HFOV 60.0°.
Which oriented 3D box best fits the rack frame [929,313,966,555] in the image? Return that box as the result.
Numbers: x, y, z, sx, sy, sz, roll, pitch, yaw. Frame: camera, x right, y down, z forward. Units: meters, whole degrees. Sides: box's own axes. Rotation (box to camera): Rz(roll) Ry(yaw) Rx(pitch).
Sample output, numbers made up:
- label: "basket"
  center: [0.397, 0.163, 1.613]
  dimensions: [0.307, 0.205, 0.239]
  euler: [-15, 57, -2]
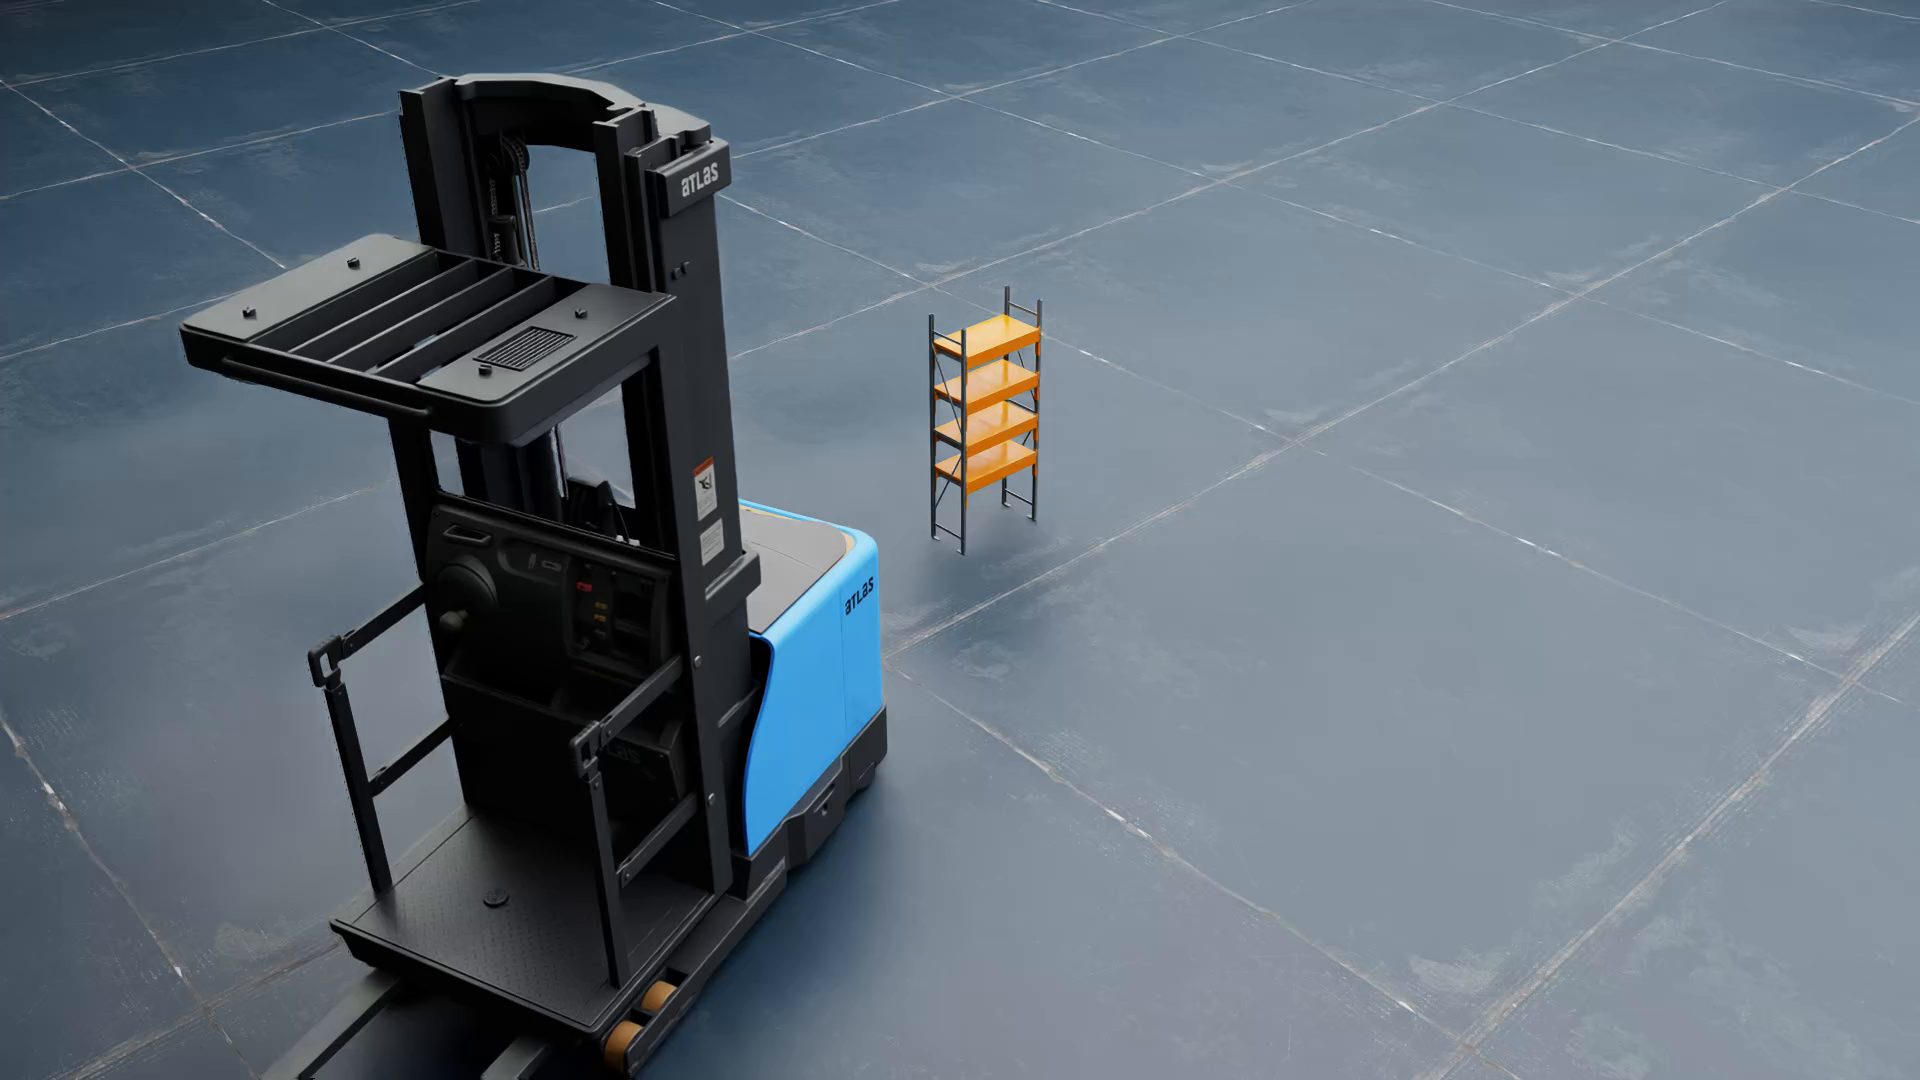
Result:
- label: "rack frame"
  center: [-0.058, -0.484, 7.891]
  dimensions: [0.015, 1.200, 0.240]
  euler: [-26, 40, -35]

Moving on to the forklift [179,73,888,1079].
- label: "forklift"
  center: [-1.400, 0.220, 5.081]
  dimensions: [1.130, 2.935, 3.031]
  euler: [15, 34, 22]

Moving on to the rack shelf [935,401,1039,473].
- label: "rack shelf"
  center: [0.121, -0.513, 8.068]
  dimensions: [0.480, 0.148, 0.258]
  euler: [-26, 40, -35]

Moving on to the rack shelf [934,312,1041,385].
- label: "rack shelf"
  center: [0.121, -0.906, 7.828]
  dimensions: [0.480, 0.148, 0.258]
  euler: [-26, 40, -35]

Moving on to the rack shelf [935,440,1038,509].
- label: "rack shelf"
  center: [0.121, -0.344, 8.172]
  dimensions: [0.480, 0.148, 0.258]
  euler: [-26, 40, -35]

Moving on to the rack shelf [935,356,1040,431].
- label: "rack shelf"
  center: [0.121, -0.704, 7.951]
  dimensions: [0.480, 0.148, 0.258]
  euler: [-26, 40, -35]

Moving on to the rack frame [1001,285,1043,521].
- label: "rack frame"
  center: [0.300, -0.657, 8.175]
  dimensions: [0.015, 1.200, 0.240]
  euler: [-26, 40, -35]

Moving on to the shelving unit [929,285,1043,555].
- label: "shelving unit"
  center: [0.121, -0.571, 8.033]
  dimensions: [0.503, 1.200, 0.258]
  euler: [-26, 40, -35]
